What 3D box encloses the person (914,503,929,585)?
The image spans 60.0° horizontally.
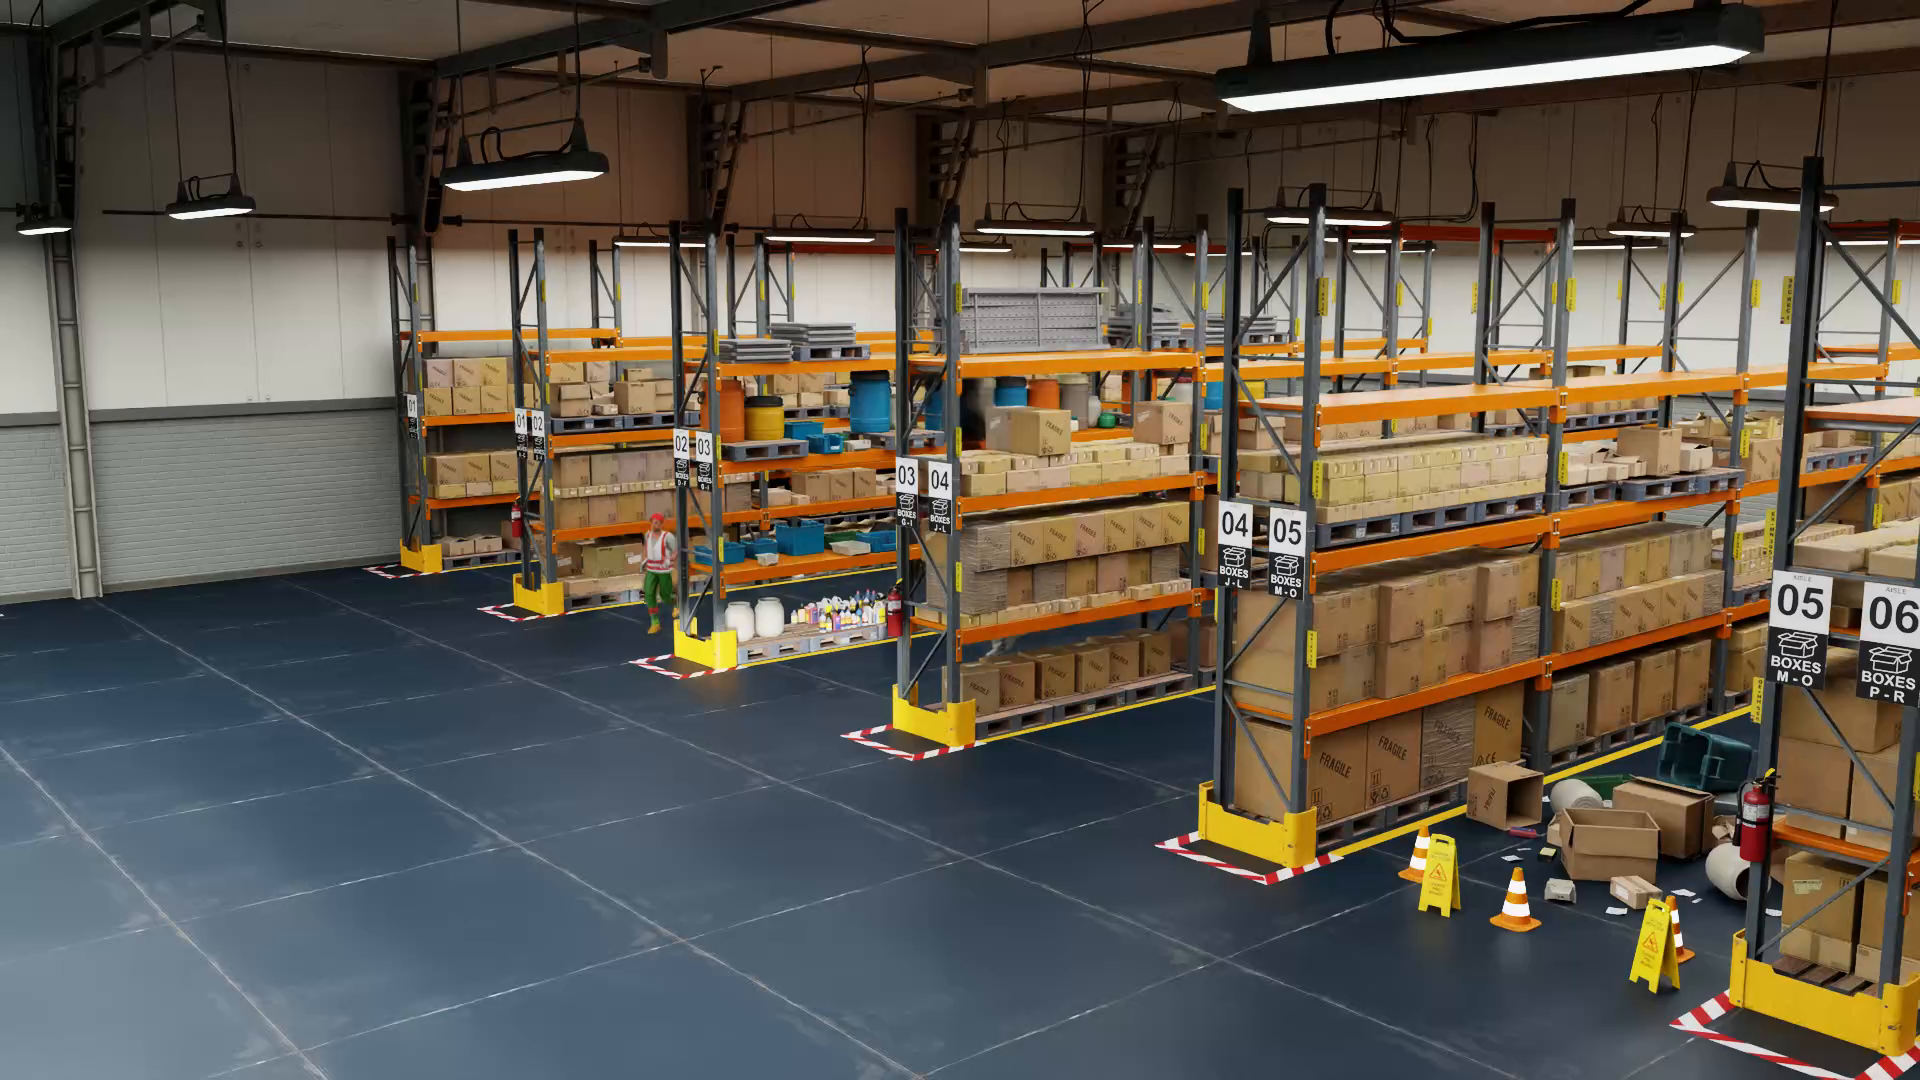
[{"bbox_3d":[-0.688,-0.147,26.881,0.696,1.842,0.860,8,12,43],"label":"person"}]

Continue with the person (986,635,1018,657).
[{"bbox_3d":[0.491,0.670,21.909,0.522,1.742,0.624,-7,11,-39],"label":"person"}]

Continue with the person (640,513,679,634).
[{"bbox_3d":[-4.453,0.457,24.822,0.636,1.766,0.908,3,9,17],"label":"person"}]
